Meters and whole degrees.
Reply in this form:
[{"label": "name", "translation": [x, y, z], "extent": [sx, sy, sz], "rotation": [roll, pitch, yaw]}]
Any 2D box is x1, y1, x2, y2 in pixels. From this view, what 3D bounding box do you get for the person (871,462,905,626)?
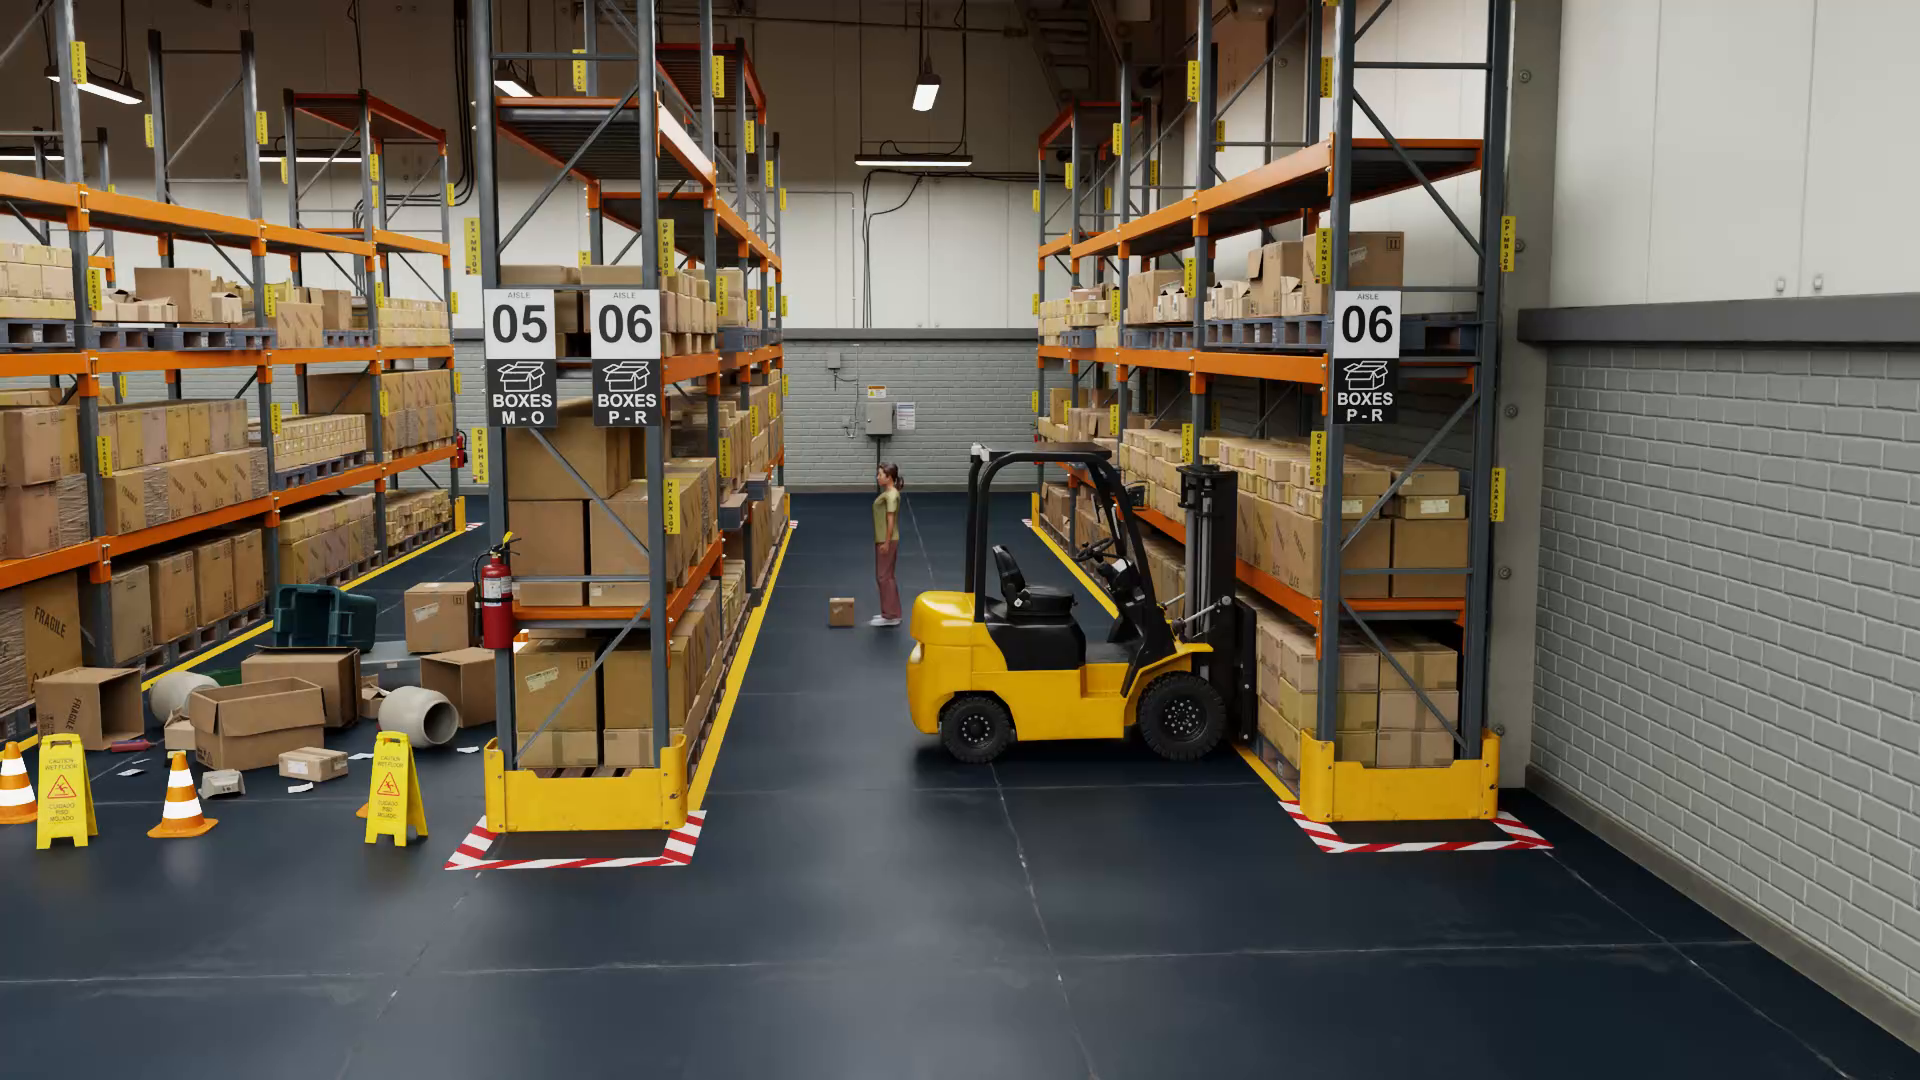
[{"label": "person", "translation": [-0.737, 0.034, 17.012], "extent": [0.365, 1.670, 0.442], "rotation": [0, 7, -2]}]
